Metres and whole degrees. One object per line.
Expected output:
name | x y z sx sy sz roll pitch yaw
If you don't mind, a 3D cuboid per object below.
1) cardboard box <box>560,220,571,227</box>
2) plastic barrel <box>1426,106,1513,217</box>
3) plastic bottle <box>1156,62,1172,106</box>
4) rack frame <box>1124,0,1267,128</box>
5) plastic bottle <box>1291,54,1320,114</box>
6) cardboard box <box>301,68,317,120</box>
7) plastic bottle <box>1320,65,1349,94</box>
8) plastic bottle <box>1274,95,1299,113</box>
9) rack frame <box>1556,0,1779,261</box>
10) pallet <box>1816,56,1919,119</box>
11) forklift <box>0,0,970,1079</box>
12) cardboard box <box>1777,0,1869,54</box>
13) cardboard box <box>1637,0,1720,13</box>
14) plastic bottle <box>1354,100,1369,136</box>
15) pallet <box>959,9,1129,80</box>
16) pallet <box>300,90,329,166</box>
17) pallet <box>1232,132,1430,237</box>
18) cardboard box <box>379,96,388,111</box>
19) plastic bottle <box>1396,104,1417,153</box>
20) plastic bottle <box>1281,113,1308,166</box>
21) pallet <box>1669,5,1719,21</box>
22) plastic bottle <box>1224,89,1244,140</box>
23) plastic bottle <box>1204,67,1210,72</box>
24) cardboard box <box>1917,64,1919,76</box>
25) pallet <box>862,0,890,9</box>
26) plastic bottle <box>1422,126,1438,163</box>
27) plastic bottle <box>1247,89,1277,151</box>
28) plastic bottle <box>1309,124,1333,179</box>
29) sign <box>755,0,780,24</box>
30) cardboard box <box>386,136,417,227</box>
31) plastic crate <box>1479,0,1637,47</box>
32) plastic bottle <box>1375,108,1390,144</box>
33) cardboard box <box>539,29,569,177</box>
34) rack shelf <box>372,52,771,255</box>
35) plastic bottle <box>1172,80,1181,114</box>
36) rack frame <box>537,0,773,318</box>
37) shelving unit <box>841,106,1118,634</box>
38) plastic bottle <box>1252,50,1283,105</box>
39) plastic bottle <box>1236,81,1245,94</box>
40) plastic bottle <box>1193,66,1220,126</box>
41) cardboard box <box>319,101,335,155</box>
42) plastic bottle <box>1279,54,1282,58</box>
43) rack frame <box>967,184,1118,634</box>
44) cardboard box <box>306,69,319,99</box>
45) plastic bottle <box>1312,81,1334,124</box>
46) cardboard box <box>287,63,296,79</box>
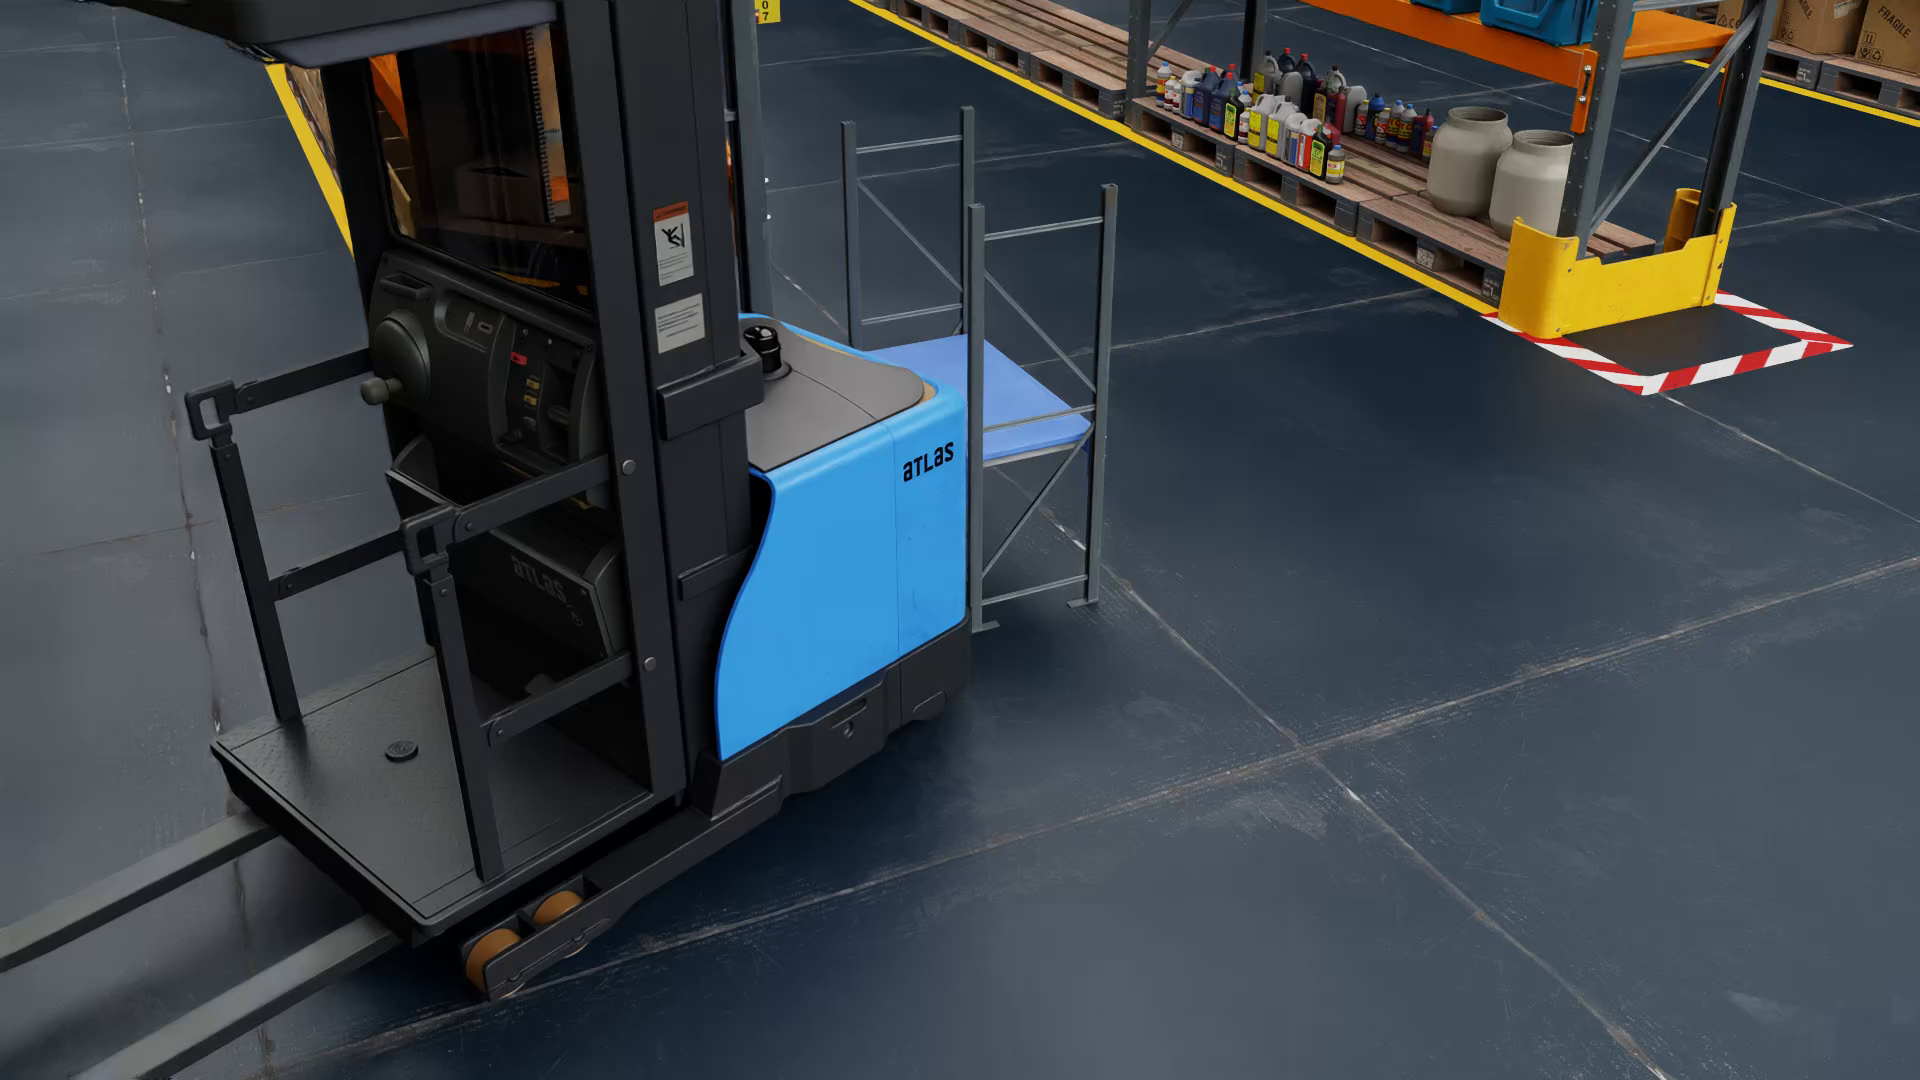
cardboard box | -1.669 -0.882 6.371 0.500 0.500 0.500 -13 32 -22
plastic barrel | 2.739 -2.029 8.916 0.421 0.512 0.421 0 29 0
plastic bottle | 1.329 -2.971 10.821 0.097 0.271 0.097 0 29 0
rack frame | 1.588 -4.202 10.677 1.000 3.000 0.127 -13 32 -22
plastic bottle | 2.207 -2.930 10.667 0.144 0.351 0.185 -15 32 -24
cardboard box | -3.980 -2.945 10.816 0.500 0.250 0.500 -12 32 -21
plastic bottle | 2.346 -2.787 10.412 0.144 0.351 0.185 -13 32 -22
plastic bottle | 1.946 -2.533 10.036 0.152 0.276 0.135 -13 32 -22
rack frame | 3.305 -2.435 7.526 1.000 3.000 0.127 -13 32 -22
pallet | 6.909 -3.197 11.735 1.003 0.211 1.213 -13 32 -22
forklift | -1.333 -0.408 3.981 1.130 2.935 3.031 24 37 36
cardboard box | 6.450 -3.898 12.262 0.500 0.500 0.500 -3 29 -6
cardboard box | 5.817 -4.619 13.527 0.700 0.500 0.500 -16 33 -26
plastic bottle | 2.488 -2.603 10.236 0.097 0.201 0.097 0 29 0
pallet | 0.688 -3.864 12.925 1.003 0.211 1.213 -13 32 -22
pallet | -3.766 -2.804 11.035 1.003 0.211 1.213 -13 32 -22
pallet | 2.366 -2.141 9.852 1.003 0.211 1.213 -13 32 -22
cardboard box | -2.749 -1.985 8.338 0.500 0.500 0.500 -13 32 -22
plastic bottle | 2.661 -2.455 9.900 0.097 0.271 0.097 0 29 0
plastic bottle | 1.978 -2.337 9.685 0.152 0.276 0.135 -14 32 -23
pallet | 5.726 -4.369 13.826 1.003 0.211 1.213 -13 32 -22
plastic bottle | 1.674 -2.600 10.148 0.061 0.283 0.133 -12 31 -20
plastic bottle | 1.588 -2.862 10.614 0.061 0.283 0.133 -13 32 -22
cardboard box | 6.986 -3.385 11.346 0.500 0.500 0.500 -10 31 -17
pallet | -0.505 -5.092 15.115 1.003 0.211 1.213 -13 32 -22
plastic bottle | 2.764 -2.319 9.729 0.097 0.201 0.097 0 29 0
plastic bottle | 1.823 -2.524 9.942 0.144 0.351 0.185 -13 32 -22
plastic bottle | 2.054 -2.209 9.450 0.061 0.283 0.133 -12 32 -21
sign | -0.666 -1.923 5.646 0.100 0.325 0.005 -13 32 -22
cardboard box | -2.325 -1.542 7.548 0.500 0.500 0.500 -13 32 -22
plastic crate | 2.820 -2.529 7.844 0.499 0.251 0.616 -13 32 -22
plastic bottle | 2.576 -2.512 10.074 0.097 0.201 0.097 0 29 0
cardboard box | -1.359 -1.649 6.022 0.700 0.500 0.500 -13 32 -22
rack shelf | -2.029 -1.966 7.425 1.077 0.370 4.000 -13 32 -22
plastic bottle | 1.416 -2.851 10.678 0.097 0.201 0.097 0 29 0
rack frame | -1.170 -1.397 5.674 1.000 3.000 0.127 -13 32 -22
shelving unit | 0.037 -0.616 5.816 0.538 1.500 1.048 -13 32 -22
plastic bottle | 1.995 -2.984 10.764 0.144 0.351 0.185 -13 32 -22
plastic bottle | 1.731 -2.722 10.376 0.097 0.271 0.097 0 29 0
plastic bottle | 1.560 -2.795 10.426 0.144 0.351 0.185 -12 32 -21
cardboard box | -3.543 -2.494 10.012 0.500 0.250 0.500 -14 32 -23
plastic bottle | 2.093 -3.066 10.978 0.061 0.283 0.133 -11 31 -20
rack frame | 0.255 -0.392 5.416 0.500 1.500 0.032 -13 32 -22
cardboard box | -3.761 -2.960 10.271 0.500 0.311 0.500 -13 32 -22
plastic bottle | 2.264 -2.725 10.370 0.061 0.283 0.133 -13 32 -22
cardboard box | -4.428 -3.400 11.628 0.500 0.250 0.500 -14 32 -23
